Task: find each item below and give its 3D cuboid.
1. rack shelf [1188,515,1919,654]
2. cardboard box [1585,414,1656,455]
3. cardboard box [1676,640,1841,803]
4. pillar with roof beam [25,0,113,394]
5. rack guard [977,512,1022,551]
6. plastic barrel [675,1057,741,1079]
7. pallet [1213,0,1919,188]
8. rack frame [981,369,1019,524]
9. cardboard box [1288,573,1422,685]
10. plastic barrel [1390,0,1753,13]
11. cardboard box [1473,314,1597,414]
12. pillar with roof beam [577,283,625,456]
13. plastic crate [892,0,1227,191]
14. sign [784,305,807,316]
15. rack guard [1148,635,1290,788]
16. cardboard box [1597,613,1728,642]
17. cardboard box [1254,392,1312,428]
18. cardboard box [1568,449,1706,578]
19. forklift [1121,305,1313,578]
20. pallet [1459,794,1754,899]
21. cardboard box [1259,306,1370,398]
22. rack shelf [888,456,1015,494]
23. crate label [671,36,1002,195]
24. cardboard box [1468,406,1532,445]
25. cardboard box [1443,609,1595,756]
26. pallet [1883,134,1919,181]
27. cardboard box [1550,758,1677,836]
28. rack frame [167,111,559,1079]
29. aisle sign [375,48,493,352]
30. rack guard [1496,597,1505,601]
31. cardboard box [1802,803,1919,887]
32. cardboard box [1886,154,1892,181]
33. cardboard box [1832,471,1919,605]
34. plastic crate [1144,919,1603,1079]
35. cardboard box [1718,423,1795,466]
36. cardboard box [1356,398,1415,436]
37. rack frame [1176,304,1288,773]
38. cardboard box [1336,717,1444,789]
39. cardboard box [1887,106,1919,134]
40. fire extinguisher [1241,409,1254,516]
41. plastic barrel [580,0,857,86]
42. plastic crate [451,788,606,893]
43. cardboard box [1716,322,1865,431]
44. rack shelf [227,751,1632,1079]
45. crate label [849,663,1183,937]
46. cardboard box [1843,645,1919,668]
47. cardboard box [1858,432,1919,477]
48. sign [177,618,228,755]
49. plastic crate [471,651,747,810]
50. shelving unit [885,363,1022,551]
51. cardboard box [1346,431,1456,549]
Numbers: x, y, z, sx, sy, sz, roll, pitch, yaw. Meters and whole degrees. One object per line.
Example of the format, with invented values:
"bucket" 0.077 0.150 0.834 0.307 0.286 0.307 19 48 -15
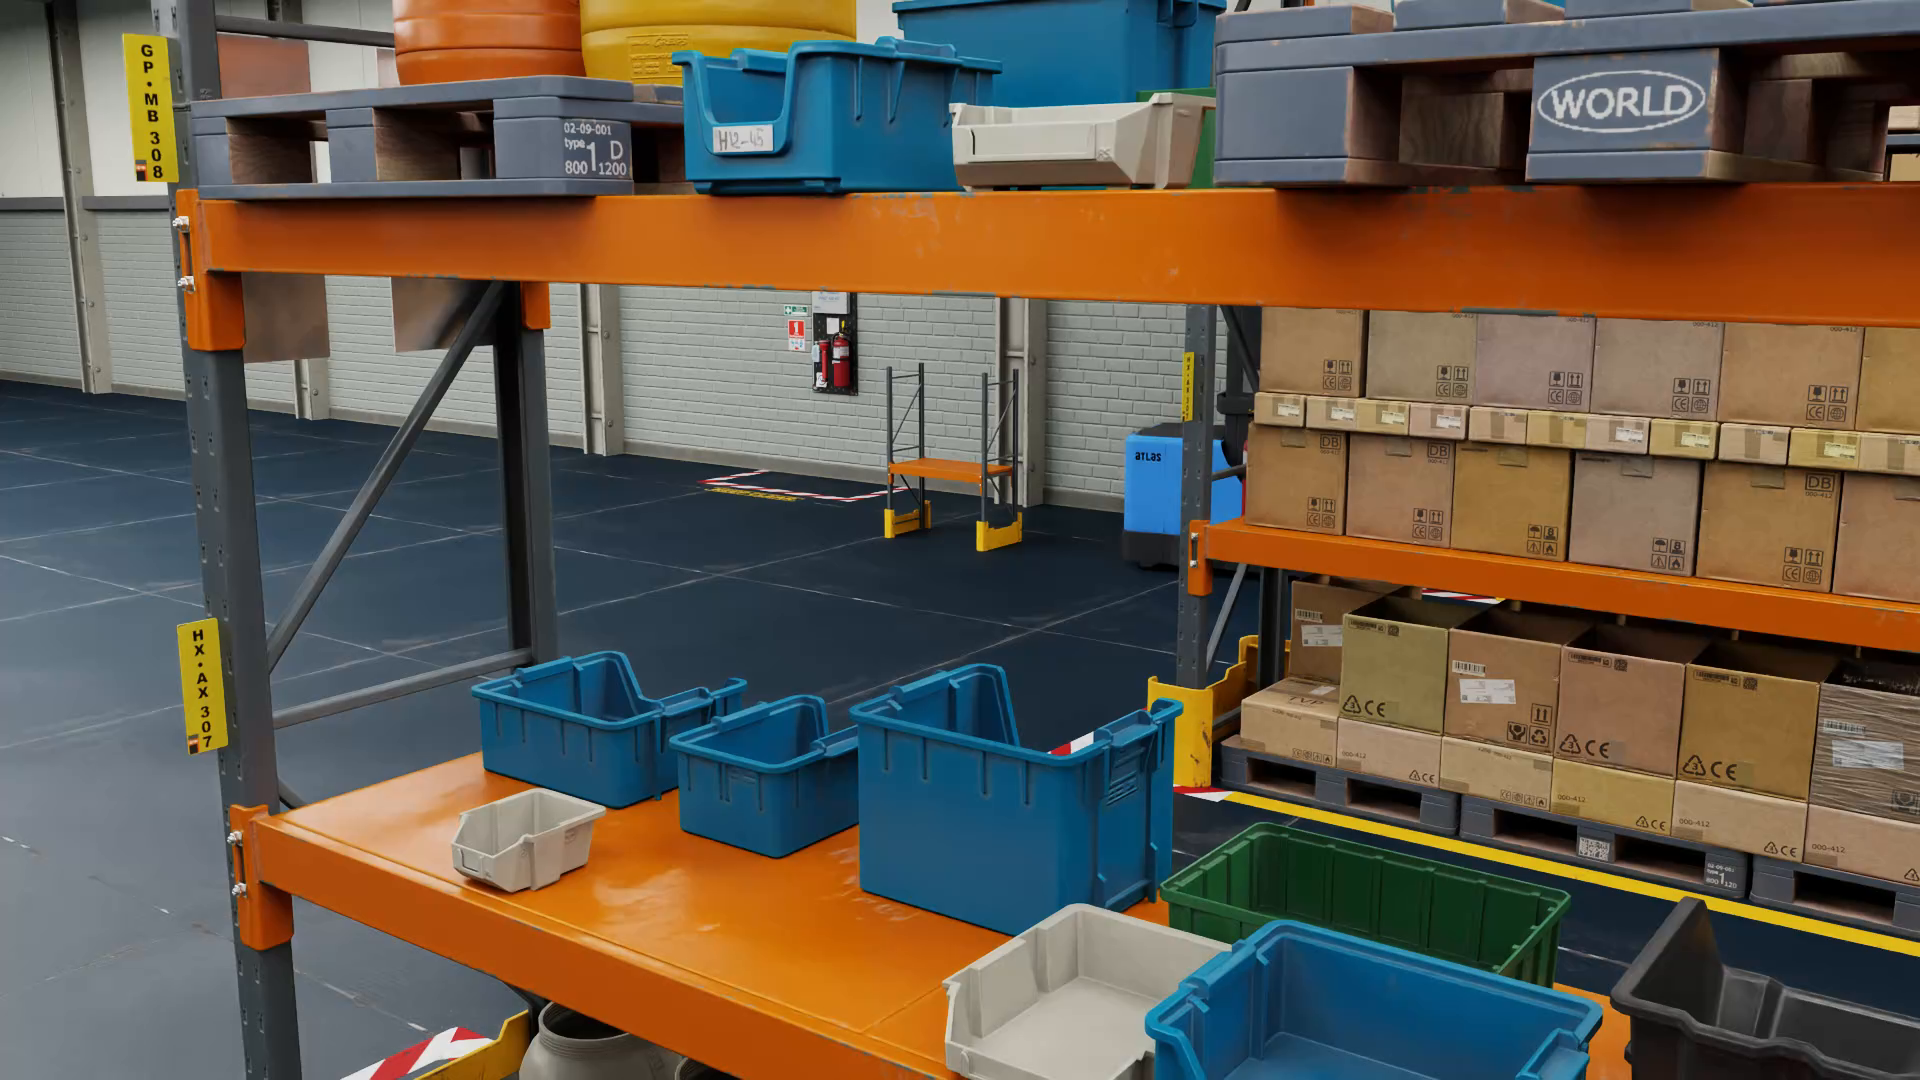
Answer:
"rack shelf" 3.029 0.229 7.341 4.000 0.370 1.077 8 13 36
"cardboard box" 2.844 -0.466 7.071 0.250 0.149 0.380 8 14 36
"cardboard box" 3.336 0.744 6.944 0.500 0.500 0.500 8 13 36
"pillar with roof beam" -16.470 -6.146 22.605 0.548 9.000 9.100 8 13 36
"rack guard" 0.340 -0.075 14.261 0.087 0.250 0.587 8 13 36
"plastic barrel" -0.539 1.543 4.100 0.421 0.512 0.421 0 11 0
"pallet" 1.066 -0.587 2.268 1.003 0.211 1.213 8 13 36
"rack frame" 0.341 -0.689 14.141 0.032 1.500 0.500 8 13 36
"cardboard box" 2.025 0.442 8.509 0.500 0.500 0.500 8 13 36
"plastic barrel" 0.967 -1.194 2.483 0.708 0.901 0.600 8 13 36
"cardboard box" 2.662 -0.859 7.396 0.500 0.500 0.700 8 14 36
"pillar with roof beam" -6.798 -4.797 15.632 0.400 9.000 9.100 8 13 36
"plastic crate" 0.197 -0.887 3.364 0.575 0.384 0.392 8 13 36
"sign" -1.770 -2.473 17.927 0.331 0.109 0.001 8 13 36
"rack guard" 1.397 0.876 8.686 0.348 0.500 1.175 8 13 36
"cardboard box" 3.242 0.608 7.648 0.500 0.500 0.500 8 13 36
"cardboard box" 1.605 -0.639 7.965 0.250 0.149 0.380 8 13 35
"cardboard box" 3.035 -0.170 7.246 0.500 0.500 0.700 8 14 37
"forklift" 2.863 -1.183 12.930 3.031 2.935 1.130 5 12 23
"pallet" 3.037 1.237 7.579 1.213 0.211 1.003 8 13 36
"cardboard box" 1.828 -0.974 7.990 0.500 0.500 0.700 8 14 36
"rack shelf" -0.069 -0.569 14.471 1.000 0.185 0.538 8 13 36
"crate label" -0.205 -0.729 2.897 0.408 0.251 0.502 8 13 36
"cardboard box" 2.438 -0.523 7.367 0.250 0.149 0.380 7 13 34
"cardboard box" 2.532 0.631 7.528 0.500 0.500 0.500 8 13 36
"pallet" 3.938 -1.420 6.309 1.213 0.211 1.003 8 13 36
"cardboard box" 2.925 1.058 7.295 0.500 0.250 0.500 8 13 36
"rack frame" -1.518 0.409 4.517 0.127 3.000 1.000 8 13 36
"aisle sign" -1.401 -0.921 4.547 0.004 0.787 0.394 8 13 36
"rack guard" 4.407 0.128 12.550 0.348 0.500 1.175 8 13 36
"cardboard box" 3.740 1.168 6.726 0.500 0.250 0.500 8 13 36
"cardboard box" 5.744 -2.383 10.735 0.500 0.500 0.500 9 14 39
"cardboard box" 3.850 -0.055 6.655 0.500 0.500 0.700 8 13 35
"plastic crate" 0.653 0.849 2.635 0.616 0.251 0.499 8 13 36
"cardboard box" 3.272 -0.407 6.767 0.250 0.149 0.380 8 14 37
"cardboard box" 2.020 -0.582 7.668 0.250 0.149 0.380 8 14 36
"rack frame" 1.416 -0.349 8.435 0.127 3.000 1.000 8 13 36
"cardboard box" 2.122 0.945 7.881 0.500 0.250 0.500 8 13 36
"cardboard box" 3.507 -1.617 6.281 0.250 0.149 0.380 8 13 36
"fire extinguisher" 1.596 -0.395 8.878 0.183 0.674 0.296 8 13 36
"plastic barrel" -0.524 -1.253 3.613 0.600 0.588 0.600 0 11 0
"plastic crate" -0.988 0.689 3.768 0.250 0.136 0.298 8 13 36
"cardboard box" 3.468 -0.747 6.815 0.500 0.500 0.700 8 13 36
"rack shelf" 0.094 0.987 3.423 4.000 0.370 1.077 8 13 36
"crate label" 0.125 0.557 3.658 0.616 0.435 0.502 8 13 36
"cardboard box" 4.044 0.722 7.062 0.500 0.500 0.500 8 13 36
"cardboard box" 3.672 -0.351 6.475 0.250 0.149 0.380 8 13 35
"sign" -1.848 0.357 4.058 0.005 0.325 0.100 8 13 36
"plastic crate" -0.938 0.493 4.477 0.616 0.251 0.499 8 13 36
"shelving unit" -0.061 -0.745 14.432 1.083 1.500 0.587 8 13 36
"cardboard box" 2.211 -0.285 7.842 0.500 0.500 0.700 8 14 37
